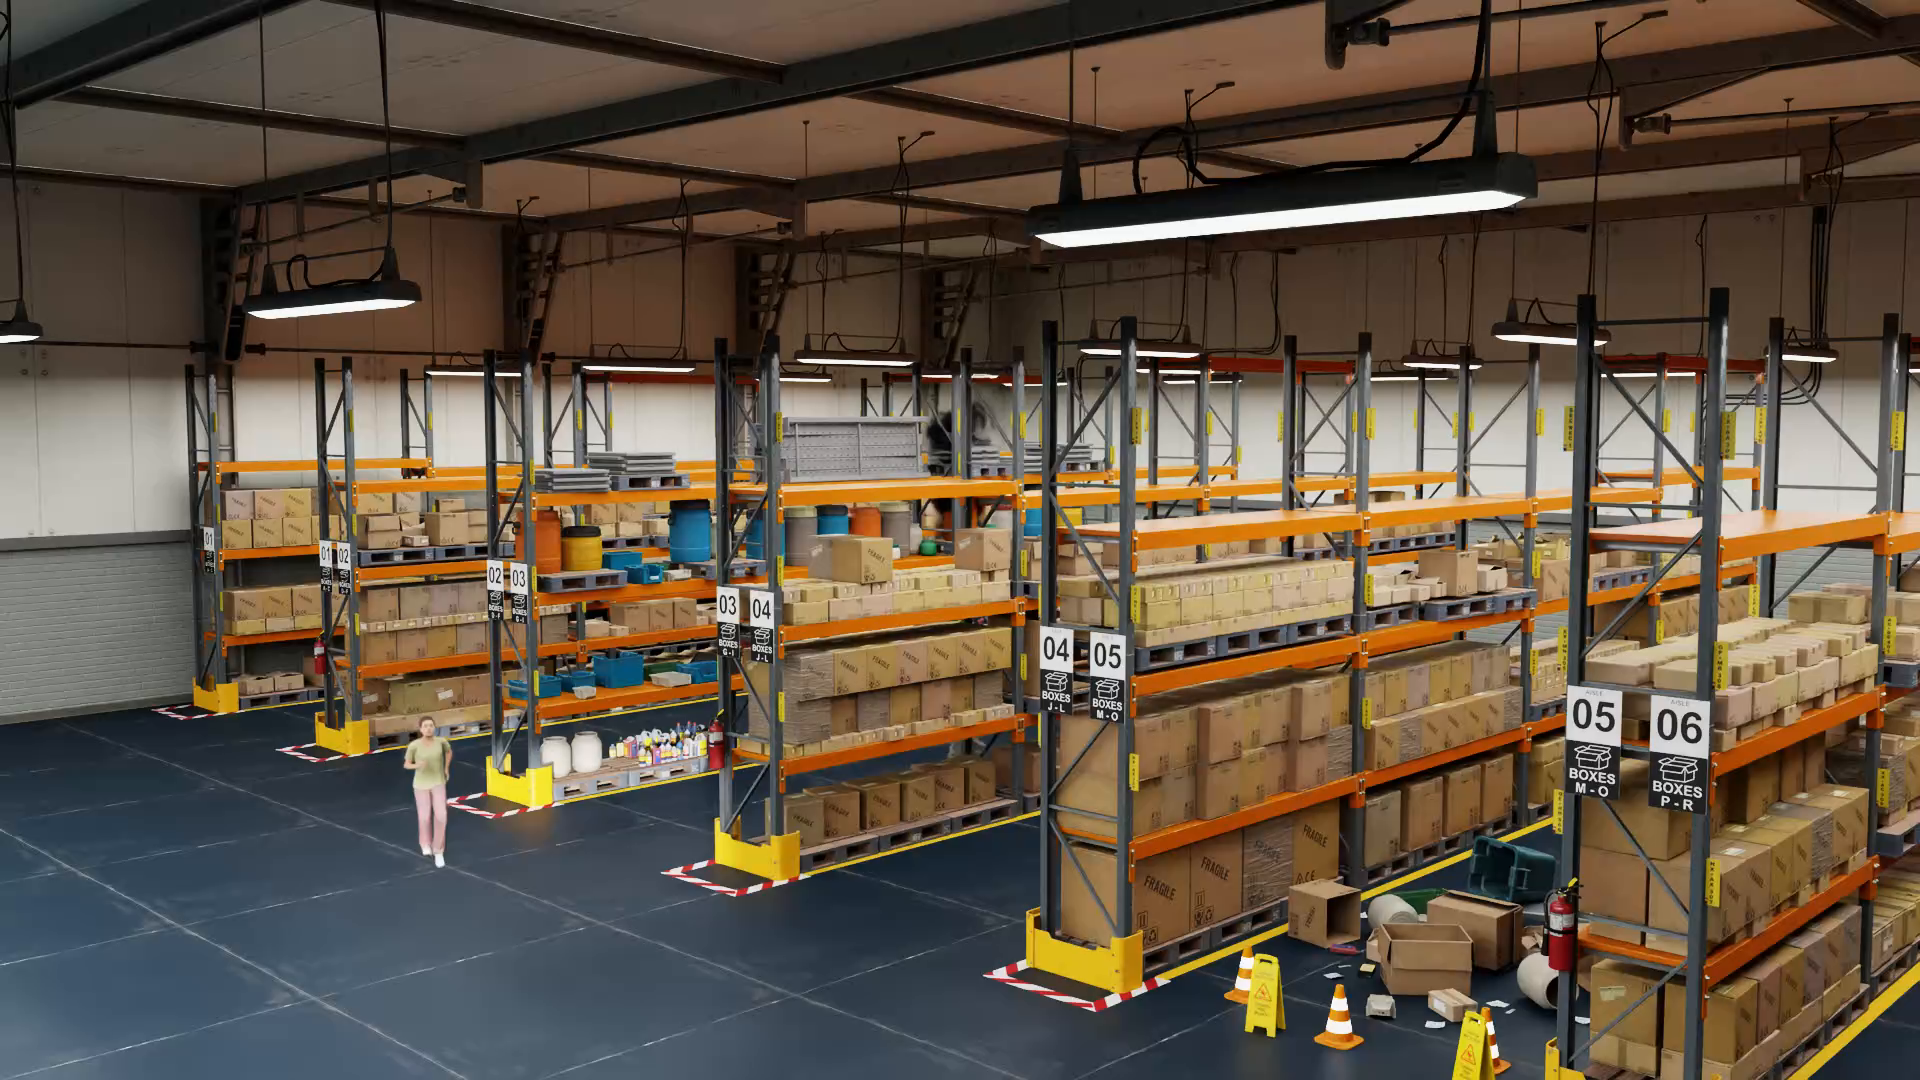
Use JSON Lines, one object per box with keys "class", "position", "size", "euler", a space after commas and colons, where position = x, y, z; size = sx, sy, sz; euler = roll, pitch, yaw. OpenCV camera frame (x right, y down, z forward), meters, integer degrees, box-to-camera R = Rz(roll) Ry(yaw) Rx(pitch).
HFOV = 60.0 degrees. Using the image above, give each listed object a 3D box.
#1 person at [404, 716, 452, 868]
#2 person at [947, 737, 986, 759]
{"class": "person", "position": [-6.089, 2.864, 19.089], "size": [0.557, 1.714, 0.691], "euler": [-2, 5, -23]}
{"class": "person", "position": [0.041, 2.458, 23.746], "size": [0.707, 1.773, 1.032], "euler": [4, 6, 41]}
